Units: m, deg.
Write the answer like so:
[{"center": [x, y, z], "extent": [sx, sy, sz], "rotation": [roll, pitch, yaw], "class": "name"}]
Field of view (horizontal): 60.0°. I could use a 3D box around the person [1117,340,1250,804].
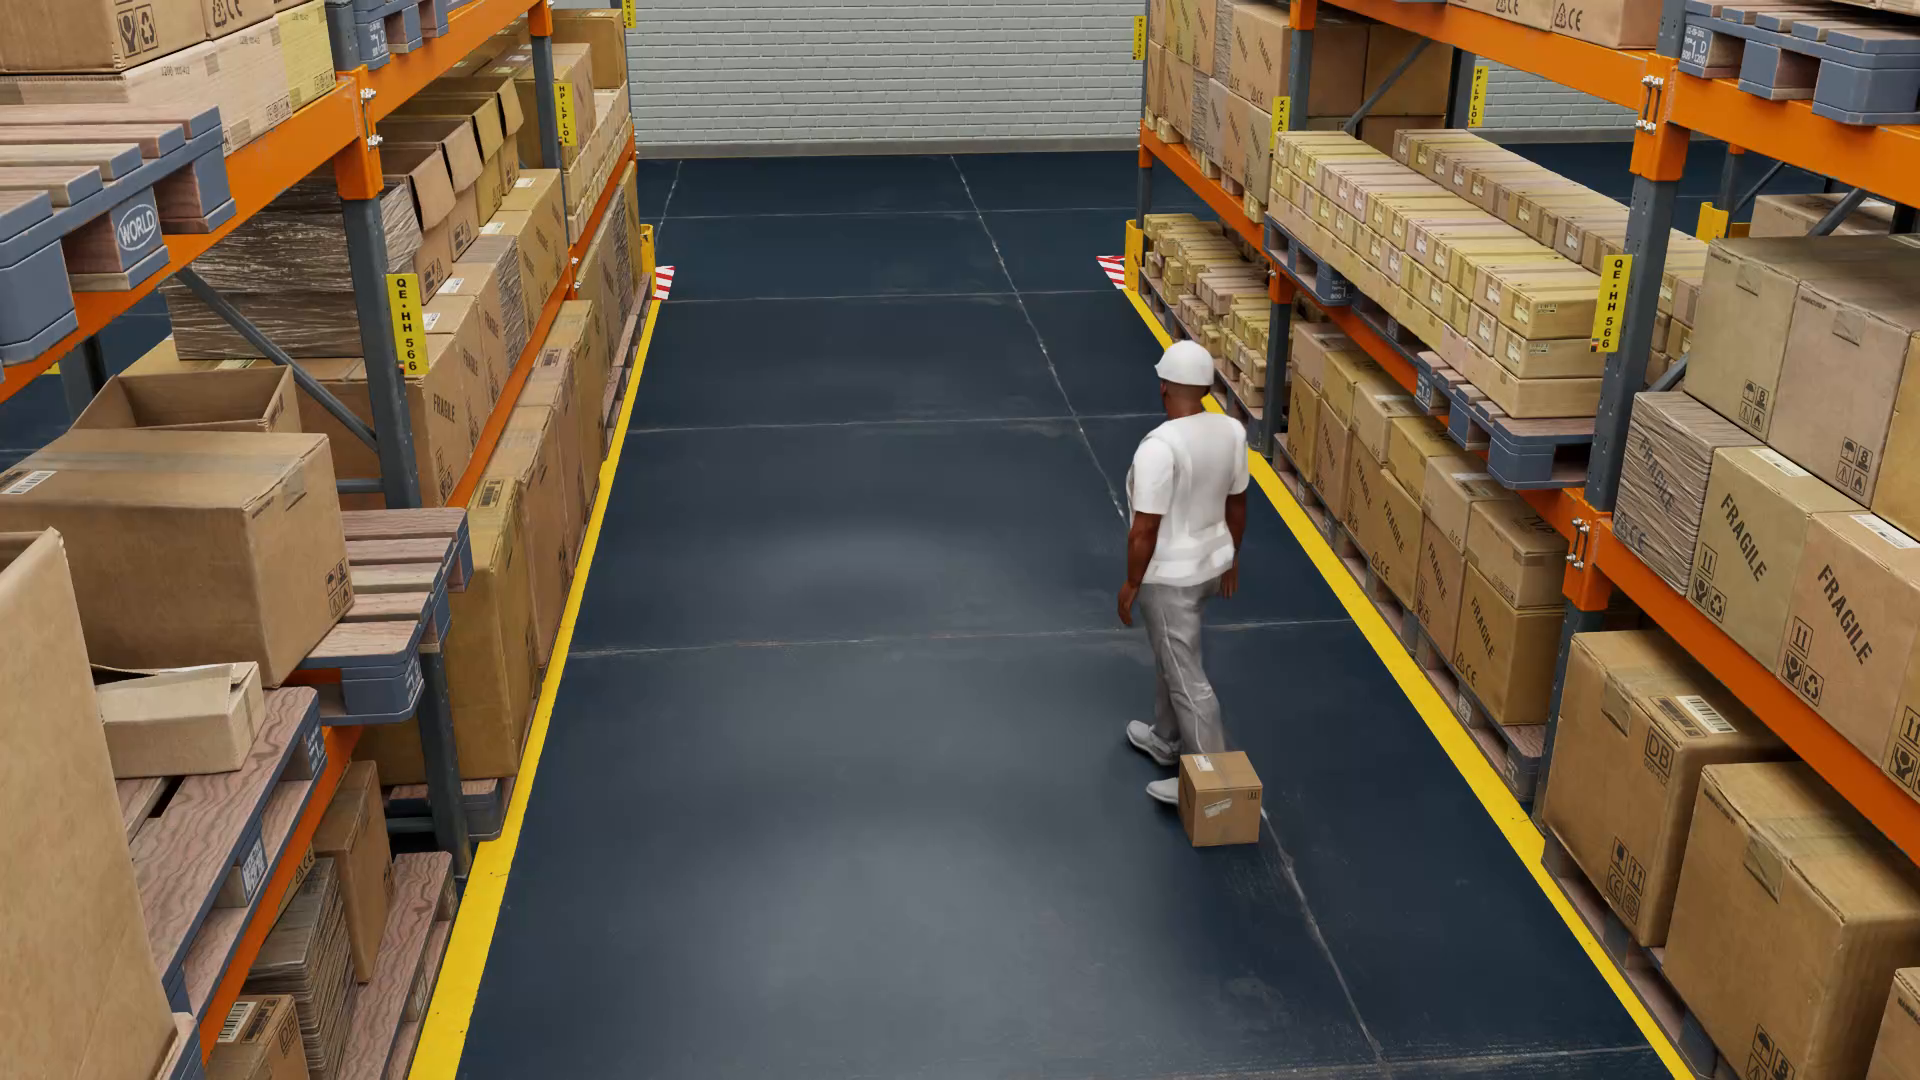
[{"center": [0.848, 0.121, 6.305], "extent": [0.610, 1.762, 0.595], "rotation": [20, 31, 38], "class": "person"}]
